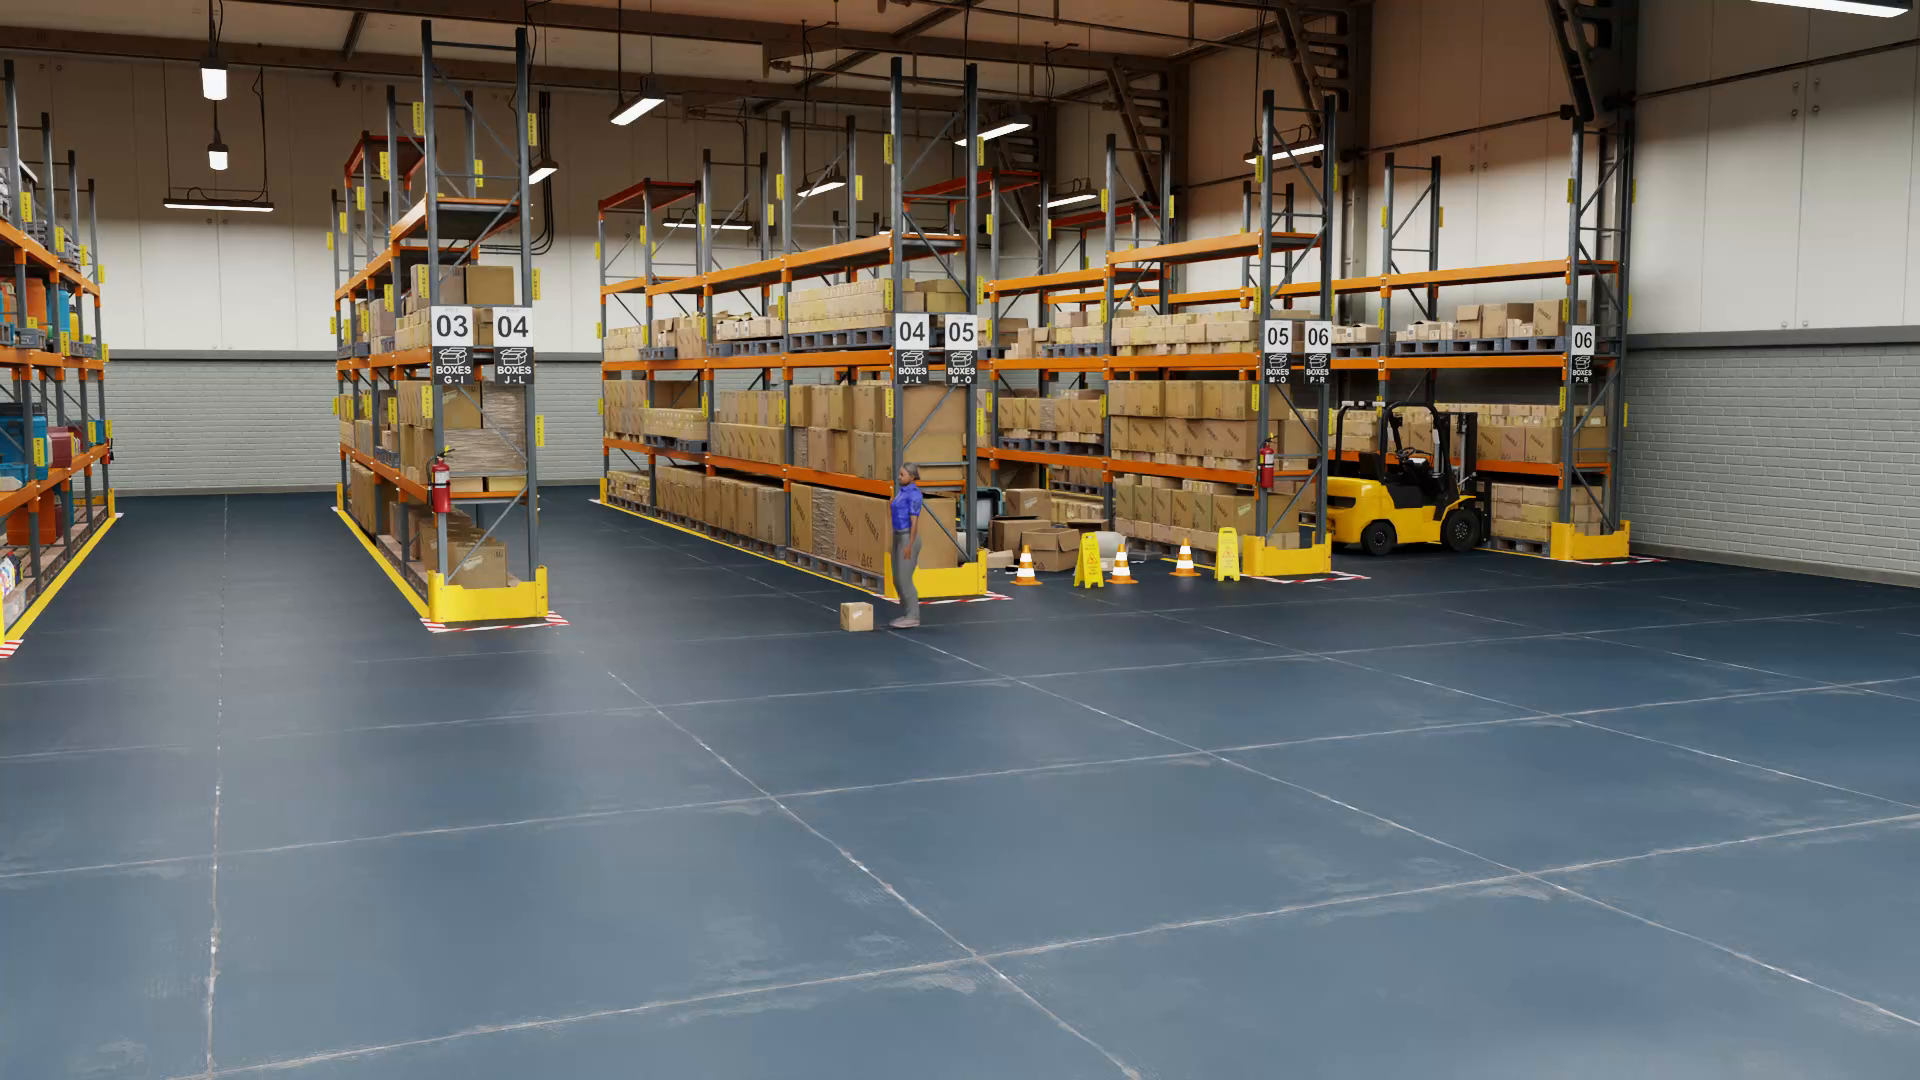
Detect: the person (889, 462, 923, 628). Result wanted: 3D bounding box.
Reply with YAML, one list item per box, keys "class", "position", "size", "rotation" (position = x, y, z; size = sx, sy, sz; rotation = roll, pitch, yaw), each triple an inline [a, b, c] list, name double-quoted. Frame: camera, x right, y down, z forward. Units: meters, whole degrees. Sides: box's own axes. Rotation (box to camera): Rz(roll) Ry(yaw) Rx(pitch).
- class: "person"
  position: [-0.548, 0.049, 16.603]
  size: [0.349, 1.657, 0.439]
  rotation: [-2, 6, -22]
